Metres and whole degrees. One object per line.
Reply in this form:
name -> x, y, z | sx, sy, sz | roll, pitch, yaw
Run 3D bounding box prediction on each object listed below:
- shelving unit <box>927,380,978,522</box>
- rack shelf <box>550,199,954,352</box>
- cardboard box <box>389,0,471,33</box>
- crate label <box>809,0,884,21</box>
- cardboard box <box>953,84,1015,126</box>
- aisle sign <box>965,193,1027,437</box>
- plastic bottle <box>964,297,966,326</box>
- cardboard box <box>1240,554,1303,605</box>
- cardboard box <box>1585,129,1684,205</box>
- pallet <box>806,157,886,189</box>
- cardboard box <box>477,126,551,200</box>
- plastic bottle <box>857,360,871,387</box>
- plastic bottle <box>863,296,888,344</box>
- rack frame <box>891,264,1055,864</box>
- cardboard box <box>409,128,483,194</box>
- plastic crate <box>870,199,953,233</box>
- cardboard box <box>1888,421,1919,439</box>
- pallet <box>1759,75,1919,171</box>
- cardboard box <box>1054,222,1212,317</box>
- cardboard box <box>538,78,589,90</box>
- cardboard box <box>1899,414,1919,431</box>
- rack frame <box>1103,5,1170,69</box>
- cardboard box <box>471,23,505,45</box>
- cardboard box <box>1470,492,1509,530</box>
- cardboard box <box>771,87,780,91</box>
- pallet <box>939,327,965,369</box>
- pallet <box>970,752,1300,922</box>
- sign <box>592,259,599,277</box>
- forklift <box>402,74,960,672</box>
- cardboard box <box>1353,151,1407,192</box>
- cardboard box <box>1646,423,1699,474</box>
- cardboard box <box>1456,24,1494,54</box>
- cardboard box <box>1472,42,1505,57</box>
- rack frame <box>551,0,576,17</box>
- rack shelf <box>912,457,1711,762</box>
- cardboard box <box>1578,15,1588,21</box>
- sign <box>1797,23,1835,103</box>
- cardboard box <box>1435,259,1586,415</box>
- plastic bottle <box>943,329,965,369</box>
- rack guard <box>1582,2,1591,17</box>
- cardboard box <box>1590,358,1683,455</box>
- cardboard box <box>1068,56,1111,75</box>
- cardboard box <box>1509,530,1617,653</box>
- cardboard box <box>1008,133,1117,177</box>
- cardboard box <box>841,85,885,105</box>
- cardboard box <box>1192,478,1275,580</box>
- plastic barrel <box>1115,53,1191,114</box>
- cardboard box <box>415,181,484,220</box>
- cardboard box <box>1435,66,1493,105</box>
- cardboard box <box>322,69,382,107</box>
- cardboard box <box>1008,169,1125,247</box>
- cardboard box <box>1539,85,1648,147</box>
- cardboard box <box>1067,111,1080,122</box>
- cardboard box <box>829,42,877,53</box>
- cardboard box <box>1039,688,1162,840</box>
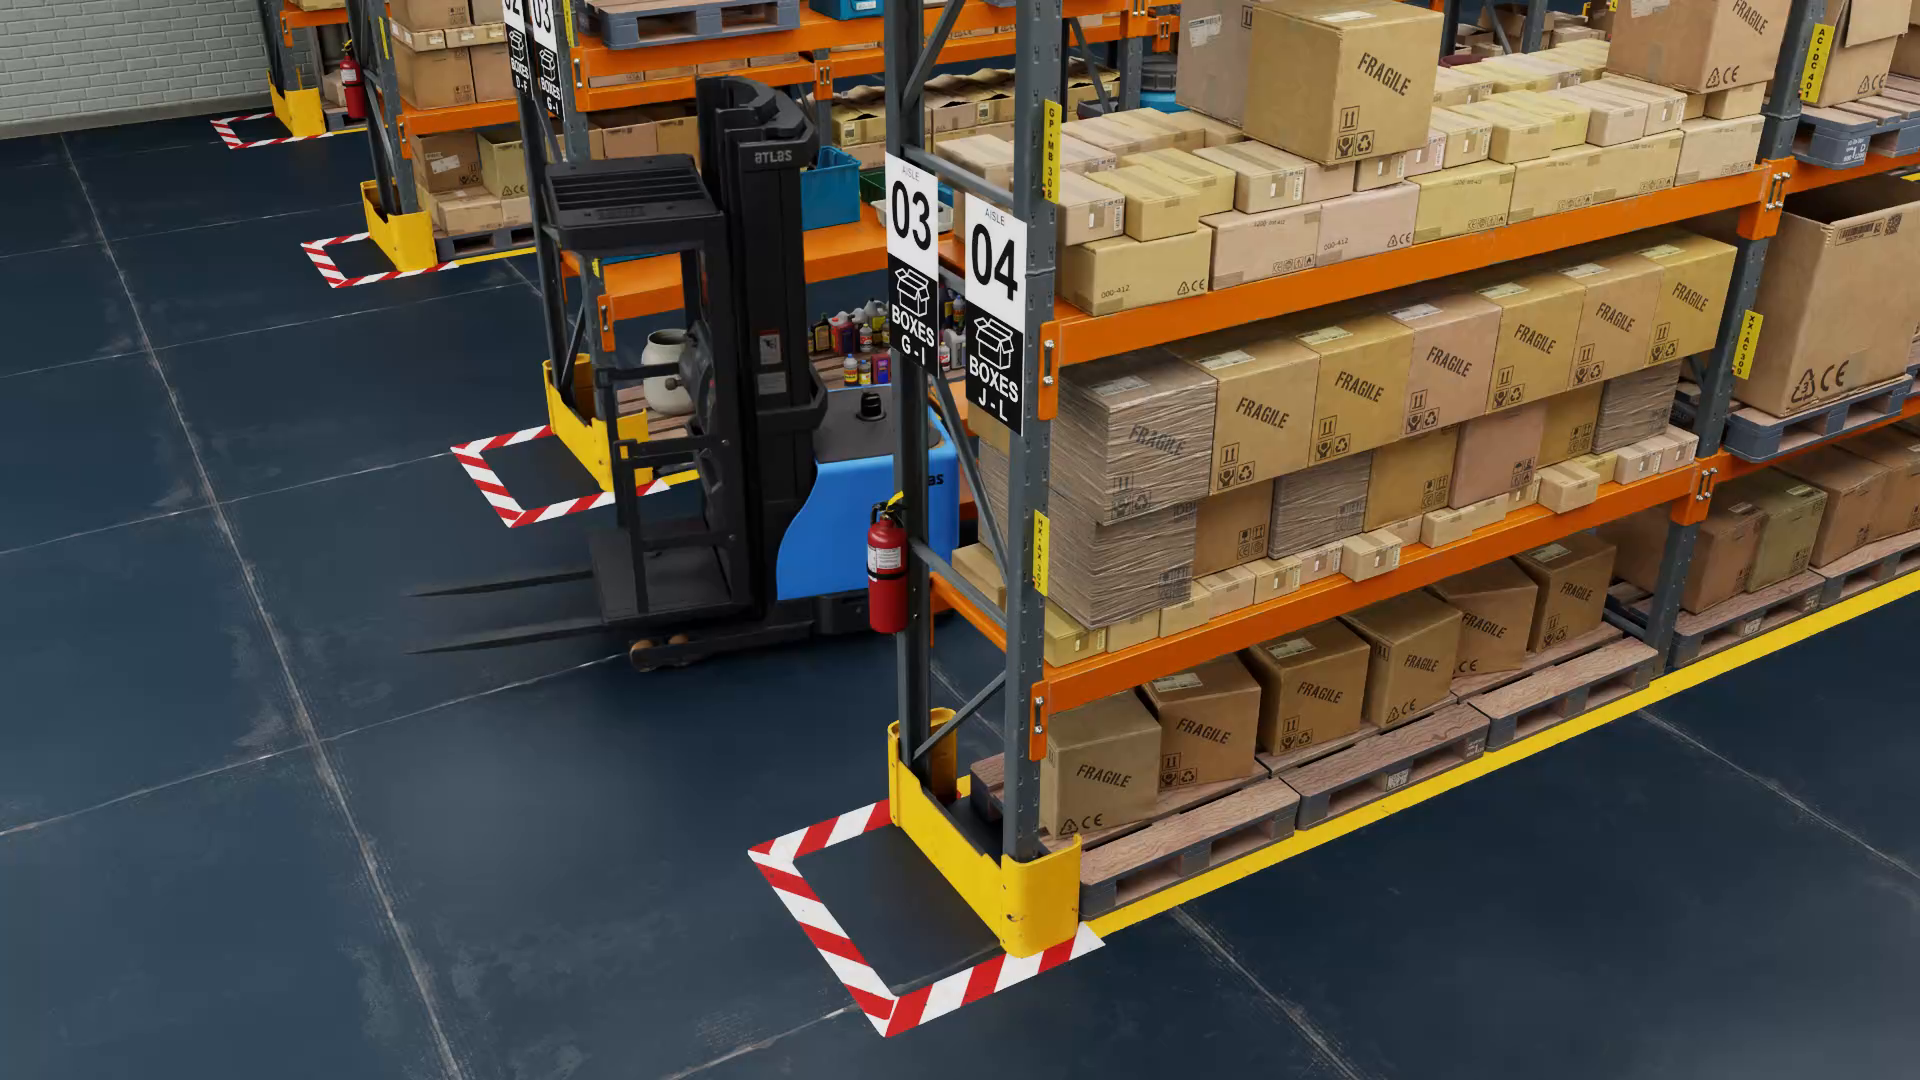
shelving unit -> 0.307, -0.526, 10.038 | 1.048, 1.125, 0.538 | -13, 31, -22
rack shelf -> -0.762, -2.036, 11.580 | 4.000, 0.370, 1.077 | -16, 33, -26
cardboard box -> -4.538, -4.660, 14.143 | 0.500, 0.500, 0.700 | -16, 33, -26
crate label -> -0.705, -3.430, 10.411 | 0.408, 0.251, 0.502 | -16, 33, -26
cardboard box -> 0.264, -4.505, 17.139 | 0.500, 0.311, 0.500 | -15, 32, -25
aisle sign -> 0.122, -0.796, 5.898 | 0.004, 0.787, 0.394 | -16, 33, -26
plastic bottle -> 0.129, -1.789, 12.673 | 0.185, 0.351, 0.144 | -16, 33, -26
cardboard box -> 1.262, 0.105, 7.215 | 0.250, 0.149, 0.380 | -16, 33, -26
cardboard box -> 2.755, -1.681, 7.242 | 0.500, 0.250, 0.500 | -15, 32, -25
pallet -> -0.928, -3.881, 17.064 | 1.213, 0.211, 1.003 | -16, 33, -26
cardboard box -> -3.987, -3.396, 14.934 | 0.500, 0.500, 0.500 | -16, 33, -26
plastic bottle -> -0.676, -1.168, 11.703 | 0.097, 0.201, 0.097 | 0, 29, 0
plastic bottle -> -0.633, -1.653, 12.427 | 0.185, 0.351, 0.144 | -14, 32, -24
rack frame -> 0.023, 0.202, 6.780 | 0.127, 3.000, 1.000 | -16, 33, -26
cardboard box -> -4.681, -3.489, 15.104 | 0.500, 0.500, 0.500 | -16, 33, -26
plastic crate -> -0.309, -2.222, 11.445 | 0.437, 0.136, 0.530 | -16, 33, -26
cardboard box -> 5.881, -0.541, 10.258 | 0.500, 0.500, 0.700 | -19, 34, -30
pallet -> 4.058, -2.115, 8.068 | 1.003, 0.211, 1.213 | -16, 33, -26
cardboard box -> 0.569, -1.056, 6.110 | 0.500, 0.250, 0.500 | -15, 32, -25
cardboard box -> -3.702, -4.328, 14.885 | 0.500, 0.500, 0.700 | -16, 33, -26
cardboard box -> 5.906, -0.872, 10.082 | 0.500, 0.250, 0.500 | -12, 31, -21
rack frame -> 1.905, -5.884, 17.808 | 0.127, 3.000, 1.000 | -16, 33, -26
cardboard box -> -4.103, -4.386, 14.319 | 0.250, 0.149, 0.380 | -16, 33, -26
cardboard box -> 2.332, -0.207, 7.781 | 0.250, 0.149, 0.380 | -16, 33, -26
cardboard box -> -2.102, -4.230, 16.446 | 0.500, 0.500, 0.500 | -16, 33, -26
pallet -> 0.362, -1.473, 12.700 | 1.213, 0.211, 1.003 | -16, 33, -26
pallet -> 0.807, 1.220, 7.821 | 1.213, 0.211, 1.003 | -16, 33, -26
sign -> -2.211, -1.752, 10.035 | 0.005, 0.325, 0.100 | -16, 33, -26
forklift -> -1.564, -0.858, 8.771 | 3.031, 2.935, 1.130 | -8, 30, -14
cardboard box -> 1.516, -1.496, 6.494 | 0.250, 0.149, 0.380 | -17, 33, -29
cardboard box -> 3.435, -0.492, 8.298 | 0.250, 0.149, 0.380 | -16, 33, -26
cardboard box -> 6.348, -6.320, 20.925 | 0.500, 0.311, 0.500 | -16, 33, -26
cardboard box -> 6.566, -6.044, 20.574 | 0.250, 0.166, 0.380 | -16, 33, -26
rack frame -> -2.486, -4.488, 9.069 | 0.127, 3.000, 1.000 | -16, 33, -26
rack shelf -> 1.747, 0.027, 7.841 | 4.000, 0.370, 1.077 | -16, 33, -26
cardboard box -> 8.267, -6.828, 22.012 | 0.250, 0.149, 0.380 | -16, 33, -26
sign -> 3.753, -2.093, 7.298 | 0.005, 0.325, 0.100 | -16, 33, -26
cardboard box -> 2.361, -0.919, 7.365 | 0.500, 0.500, 0.500 | -16, 33, -26
plastic bottle -> -0.033, -1.399, 12.044 | 0.135, 0.276, 0.152 | -15, 32, -25
rack guard -> 8.737, -6.729, 21.927 | 0.348, 0.500, 1.175 | -16, 33, -26
cardboard box -> 3.052, -0.867, 8.305 | 0.500, 0.500, 0.875 | -16, 33, -26
cardboard box -> 1.305, -5.104, 18.225 | 0.500, 0.311, 0.500 | -15, 32, -25
cardboard box -> 3.107, 0.214, 8.909 | 0.500, 0.500, 0.500 | -17, 33, -28
cardboard box -> 0.388, -1.433, 6.381 | 0.250, 0.149, 0.380 | -17, 33, -28
cardboard box -> -0.894, -4.479, 17.093 | 0.500, 0.311, 0.500 | -15, 32, -25
cardboard box -> 0.881, -0.268, 7.219 | 0.500, 0.500, 0.875 | -16, 33, -26
plastic barrel -> 1.449, -3.029, 12.114 | 0.708, 0.901, 0.600 | -16, 33, -26
cardboard box -> -4.680, -3.160, 15.283 | 0.500, 0.250, 0.500 | -16, 33, -26
cardboard box -> 2.132, -1.990, 7.390 | 0.250, 0.149, 0.380 | -17, 33, -27
cardboard box -> -6.863, -5.136, 18.779 | 0.500, 0.311, 0.500 | -20, 35, -32
cardboard box -> 0.378, -1.191, 5.943 | 0.250, 0.149, 0.380 | -16, 33, -27
cardboard box -> 2.664, -1.797, 7.039 | 0.250, 0.149, 0.380 | -17, 33, -28
cardboard box -> 1.132, -4.506, 17.722 | 0.500, 0.250, 0.500 | -16, 33, -27
cardboard box -> -1.141, -4.978, 16.321 | 0.500, 0.250, 0.500 | -14, 32, -23
cardboard box -> 0.570, 0.966, 7.547 | 0.500, 0.500, 0.500 | -10, 30, -17
